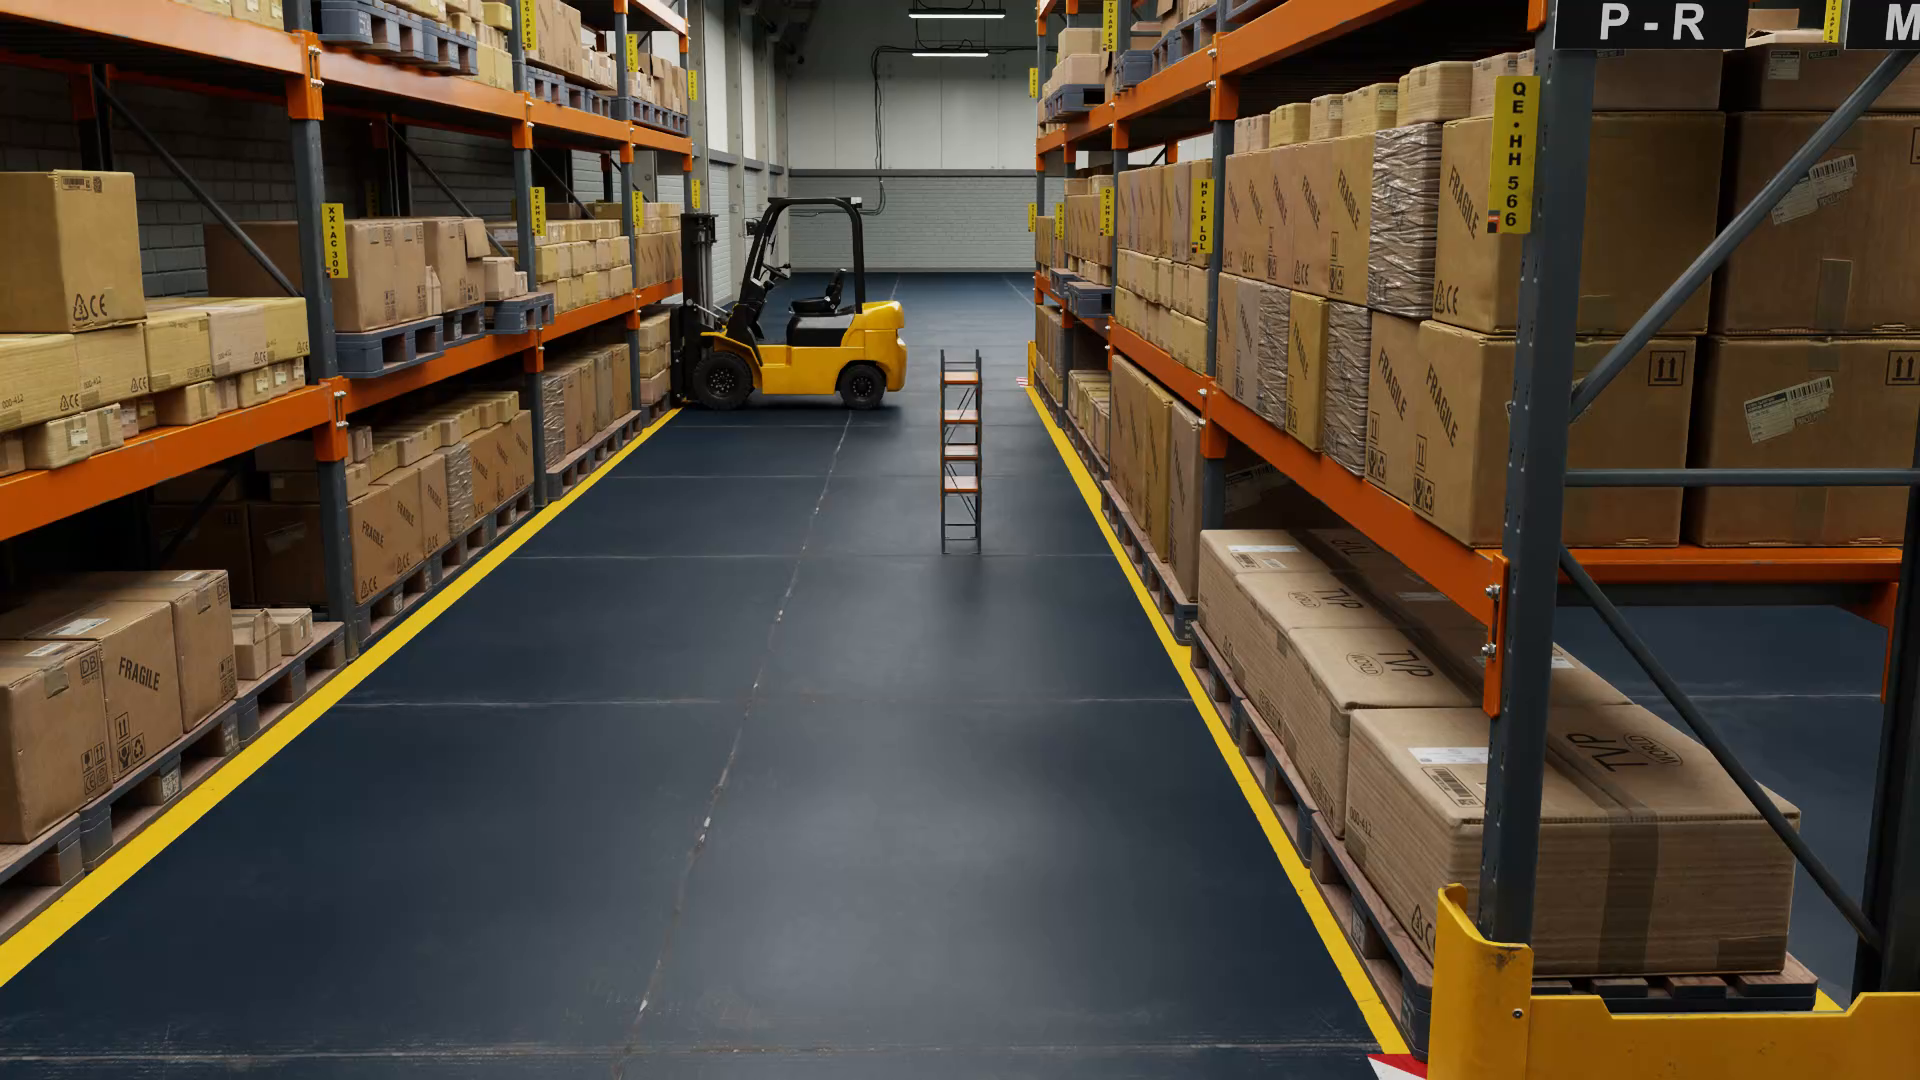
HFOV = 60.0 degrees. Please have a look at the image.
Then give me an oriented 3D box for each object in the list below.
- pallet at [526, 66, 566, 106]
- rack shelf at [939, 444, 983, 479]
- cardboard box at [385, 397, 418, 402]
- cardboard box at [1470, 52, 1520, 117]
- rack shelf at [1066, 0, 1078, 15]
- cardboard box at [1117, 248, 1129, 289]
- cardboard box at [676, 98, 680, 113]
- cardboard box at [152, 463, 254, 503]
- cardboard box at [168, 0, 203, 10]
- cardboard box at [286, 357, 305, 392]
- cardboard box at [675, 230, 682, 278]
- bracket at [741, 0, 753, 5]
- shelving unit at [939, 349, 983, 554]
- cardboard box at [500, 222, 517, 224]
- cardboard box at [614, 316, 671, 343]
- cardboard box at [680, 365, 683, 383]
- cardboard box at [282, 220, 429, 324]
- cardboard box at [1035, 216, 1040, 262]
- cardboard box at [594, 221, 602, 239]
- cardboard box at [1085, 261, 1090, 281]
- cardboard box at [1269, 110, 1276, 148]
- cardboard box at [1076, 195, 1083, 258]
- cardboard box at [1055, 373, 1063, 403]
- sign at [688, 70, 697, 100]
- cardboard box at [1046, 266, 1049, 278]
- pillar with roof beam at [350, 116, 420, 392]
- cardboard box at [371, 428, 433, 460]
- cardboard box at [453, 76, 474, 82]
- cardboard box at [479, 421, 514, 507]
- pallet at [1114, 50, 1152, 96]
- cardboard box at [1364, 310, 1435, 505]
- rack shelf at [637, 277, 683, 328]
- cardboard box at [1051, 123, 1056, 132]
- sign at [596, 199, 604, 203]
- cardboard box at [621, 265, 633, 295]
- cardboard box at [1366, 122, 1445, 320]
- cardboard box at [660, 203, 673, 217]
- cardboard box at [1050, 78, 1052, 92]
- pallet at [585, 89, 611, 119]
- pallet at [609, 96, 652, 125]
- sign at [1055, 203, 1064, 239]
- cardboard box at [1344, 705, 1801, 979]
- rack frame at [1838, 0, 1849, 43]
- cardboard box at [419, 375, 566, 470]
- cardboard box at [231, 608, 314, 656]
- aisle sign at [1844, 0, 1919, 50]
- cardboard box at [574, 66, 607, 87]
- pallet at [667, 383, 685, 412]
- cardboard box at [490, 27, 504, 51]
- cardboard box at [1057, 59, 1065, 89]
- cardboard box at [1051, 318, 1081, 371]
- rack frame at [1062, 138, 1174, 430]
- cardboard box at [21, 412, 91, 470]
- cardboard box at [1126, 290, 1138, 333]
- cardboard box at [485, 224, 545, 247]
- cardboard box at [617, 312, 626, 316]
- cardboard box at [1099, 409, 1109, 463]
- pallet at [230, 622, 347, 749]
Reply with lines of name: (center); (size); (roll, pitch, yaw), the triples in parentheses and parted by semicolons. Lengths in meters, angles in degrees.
pallet: (-3.515, -3.211, 11.771); (1.213, 0.211, 1.003); (0, 11, 1)
rack shelf: (0.003, -0.489, 10.291); (0.258, 0.148, 0.480); (0, 11, -1)
cardboard box: (-3.734, -0.839, 10.752); (0.380, 0.149, 0.250); (0, 11, 1)
cardboard box: (1.480, -1.107, 4.075); (0.380, 0.149, 0.250); (0, 11, 0)
rack shelf: (1.510, -4.509, 12.966); (1.077, 0.370, 4.000); (0, 11, -1)
cardboard box: (1.315, -1.790, 10.956); (0.500, 0.250, 0.500); (0, 11, -2)
cardboard box: (-3.256, -4.727, 18.096); (0.380, 0.149, 0.250); (-1, 11, -3)
cardboard box: (-3.625, -0.274, 7.965); (0.380, 0.149, 0.250); (-1, 11, -3)
cardboard box: (-3.027, -2.029, 6.105); (0.380, 0.149, 0.250); (0, 11, -1)
cardboard box: (-3.070, -0.718, 7.186); (0.380, 0.149, 0.250); (0, 11, 0)
cardboard box: (-3.303, -3.138, 18.231); (0.500, 0.500, 0.500); (0, 11, 1)
bracket: (-4.472, -11.348, 34.809); (0.235, 0.232, 0.430); (0, 11, -1)
shelving unit: (0.003, -0.555, 10.278); (0.258, 1.200, 0.503); (0, 11, -1)
cardboard box: (-3.671, -2.434, 13.132); (0.380, 0.149, 0.250); (0, 11, 0)
cardboard box: (-3.213, -2.140, 16.908); (0.500, 0.250, 0.500); (0, 11, 1)
cardboard box: (-3.216, -1.754, 17.518); (0.500, 0.250, 0.500); (0, 11, 1)
cardboard box: (-3.126, -1.358, 8.403); (0.700, 0.500, 0.500); (0, 11, -1)
cardboard box: (1.118, -3.410, 18.821); (0.500, 0.500, 0.500); (0, 11, -2)
cardboard box: (-3.208, -2.590, 13.896); (0.380, 0.149, 0.250); (-1, 11, -3)
cardboard box: (1.164, -2.074, 12.815); (0.380, 0.149, 0.250); (0, 11, 0)
cardboard box: (1.394, -1.567, 6.339); (0.380, 0.149, 0.250); (0, 11, -2)
cardboard box: (1.220, -2.521, 13.386); (0.500, 0.500, 0.500); (-1, 11, -3)
cardboard box: (1.188, -1.490, 16.217); (0.500, 0.250, 0.500); (0, 11, 1)
sign: (-3.034, -5.154, 18.845); (0.100, 0.325, 0.005); (0, 11, -1)
cardboard box: (1.128, -2.913, 18.007); (0.380, 0.149, 0.250); (0, 11, 0)
pillar with roof beam: (-0.035, -4.912, 12.138); (9.100, 9.000, 0.400); (0, 11, -1)
cardboard box: (-3.160, -0.534, 9.246); (0.380, 0.149, 0.250); (0, 11, 1)
cardboard box: (-3.136, -2.795, 9.624); (0.500, 0.250, 0.500); (0, 11, -1)
cardboard box: (-3.188, -0.497, 10.694); (0.500, 0.500, 0.500); (0, 11, -2)
pallet: (1.618, -2.970, 10.583); (1.213, 0.211, 1.003); (0, 11, 1)
cardboard box: (1.447, -0.373, 4.603); (0.500, 0.500, 0.500); (0, 11, -2)
rack shelf: (-3.535, -2.539, 17.338); (1.077, 0.370, 4.000); (0, 11, -1)
cardboard box: (1.145, -4.281, 17.202); (0.380, 0.149, 0.250); (-1, 11, -3)
sign: (-4.132, -3.751, 19.127); (0.100, 0.325, 0.005); (0, 11, -1)
cardboard box: (-3.222, -2.321, 14.833); (0.500, 0.250, 0.500); (0, 11, 0)
cardboard box: (1.428, -0.867, 4.523); (0.500, 0.500, 0.500); (0, 11, -1)
cardboard box: (-3.232, -3.478, 17.527); (0.380, 0.149, 0.250); (0, 11, 0)
cardboard box: (1.116, -4.623, 16.882); (0.380, 0.149, 0.250); (0, 11, 0)
pallet: (-3.463, -3.695, 14.164); (0.805, 0.209, 1.217); (-1, 11, -3)
pallet: (-3.538, -4.090, 15.853); (1.003, 0.211, 1.213); (0, 11, -1)
sign: (0.926, -2.935, 15.307); (0.100, 0.325, 0.005); (0, 11, -1)
cardboard box: (1.603, 0.790, 4.511); (0.875, 0.438, 0.875); (-1, 11, -3)
rack frame: (6.498, -4.700, 11.095); (1.000, 3.000, 0.127); (0, 11, -1)
cardboard box: (-3.411, -0.865, 12.193); (0.875, 0.625, 0.625); (0, 11, 1)
cardboard box: (-3.024, 0.397, 7.170); (0.380, 0.149, 0.250); (-1, 11, -3)
aisle sign: (2.008, -1.390, 3.330); (0.394, 0.787, 0.004); (0, 11, -1)
cardboard box: (-3.168, -3.878, 13.911); (0.380, 0.149, 0.250); (0, 11, -1)
pallet: (-3.497, -1.529, 17.563); (1.003, 0.211, 1.213); (0, 11, -1)
cardboard box: (-3.163, -3.221, 10.722); (0.380, 0.149, 0.250); (0, 11, 0)
cardboard box: (1.091, -3.899, 14.009); (0.500, 0.250, 0.500); (0, 11, -2)
cardboard box: (1.176, -1.958, 16.641); (0.500, 0.500, 0.500); (0, 11, 0)
rack frame: (1.469, -2.515, 15.411); (1.000, 3.000, 0.127); (0, 11, -1)
cardboard box: (-2.955, -0.308, 5.165); (0.380, 0.149, 0.250); (-1, 11, -3)
cardboard box: (1.338, -1.446, 10.519); (0.500, 0.250, 0.500); (-1, 11, -3)
cardboard box: (-3.124, -2.130, 11.632); (0.380, 0.149, 0.250); (0, 11, 1)
cardboard box: (-3.739, -2.240, 17.402); (0.500, 0.250, 0.500); (0, 11, -2)
cardboard box: (1.549, -0.750, 12.265); (0.950, 0.372, 0.625); (-1, 12, -5)
pallet: (-3.315, 0.600, 7.073); (1.003, 0.211, 1.213); (0, 11, -1)
